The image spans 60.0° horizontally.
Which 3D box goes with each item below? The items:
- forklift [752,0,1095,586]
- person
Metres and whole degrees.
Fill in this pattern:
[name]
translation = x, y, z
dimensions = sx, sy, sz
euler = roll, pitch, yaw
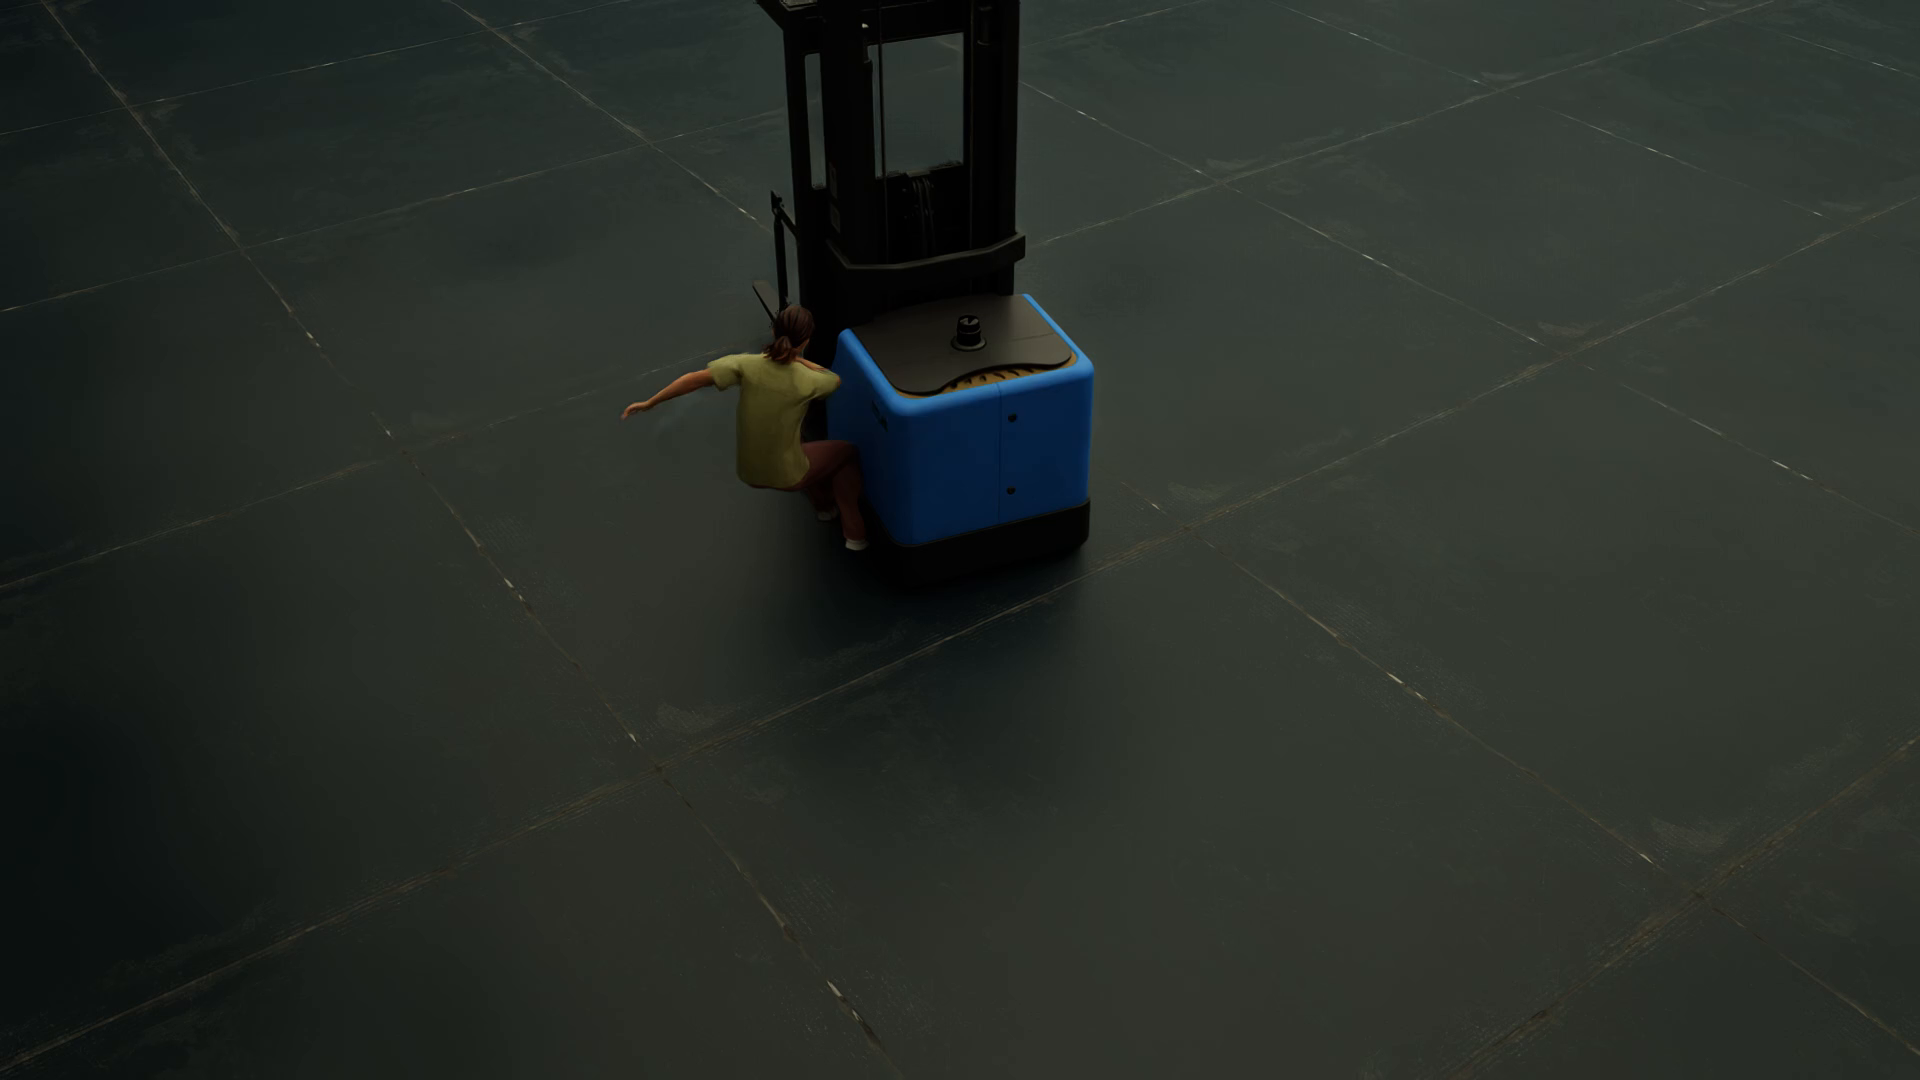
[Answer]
[forklift]
translation = -0.383, -1.829, 8.418
dimensions = 1.130, 2.935, 3.031
euler = -14, 39, -18
[person]
translation = -0.927, -0.525, 8.025
dimensions = 1.093, 1.380, 0.908
euler = 9, 37, 12
